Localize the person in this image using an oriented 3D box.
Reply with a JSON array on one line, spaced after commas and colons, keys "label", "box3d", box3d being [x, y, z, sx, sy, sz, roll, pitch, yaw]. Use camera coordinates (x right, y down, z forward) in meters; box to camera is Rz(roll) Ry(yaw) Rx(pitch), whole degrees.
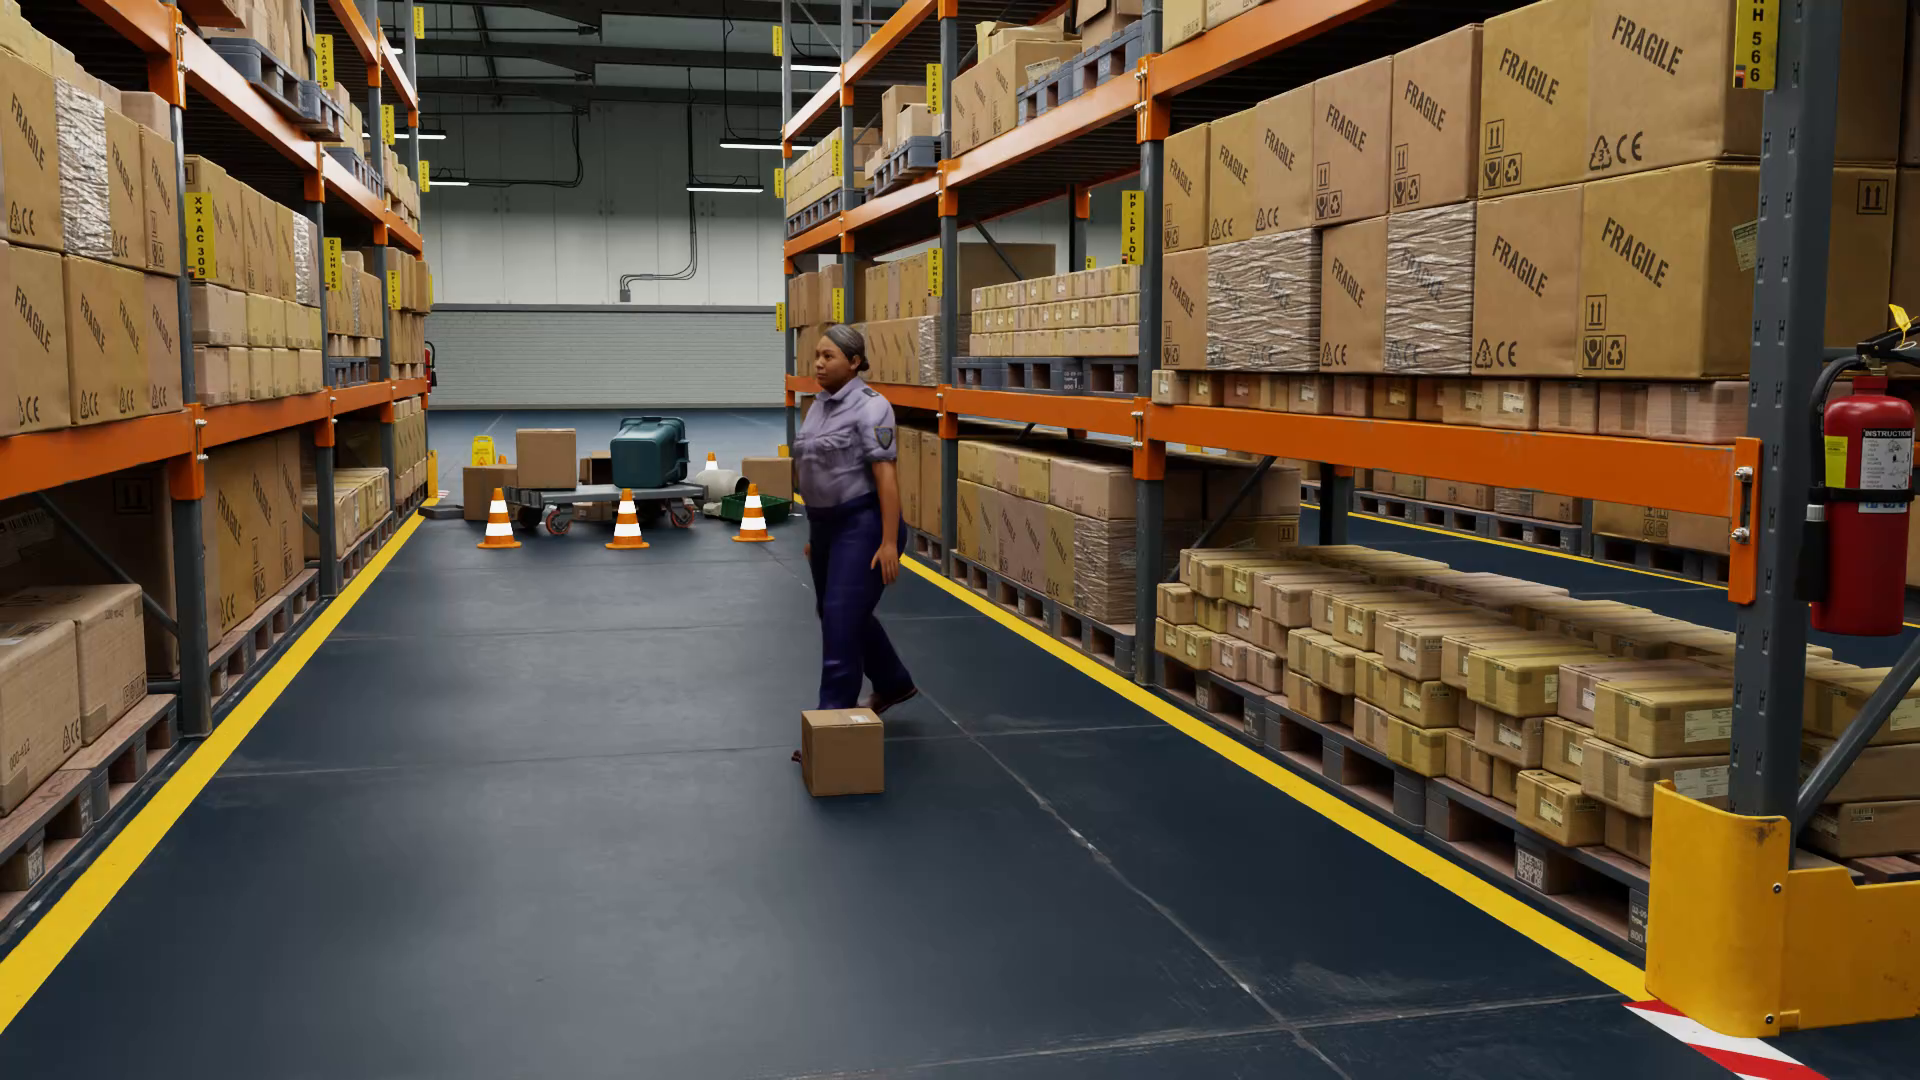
[{"label": "person", "box3d": [-0.415, -0.012, 6.424, 0.859, 1.599, 0.659, -5, 8, -38]}]
